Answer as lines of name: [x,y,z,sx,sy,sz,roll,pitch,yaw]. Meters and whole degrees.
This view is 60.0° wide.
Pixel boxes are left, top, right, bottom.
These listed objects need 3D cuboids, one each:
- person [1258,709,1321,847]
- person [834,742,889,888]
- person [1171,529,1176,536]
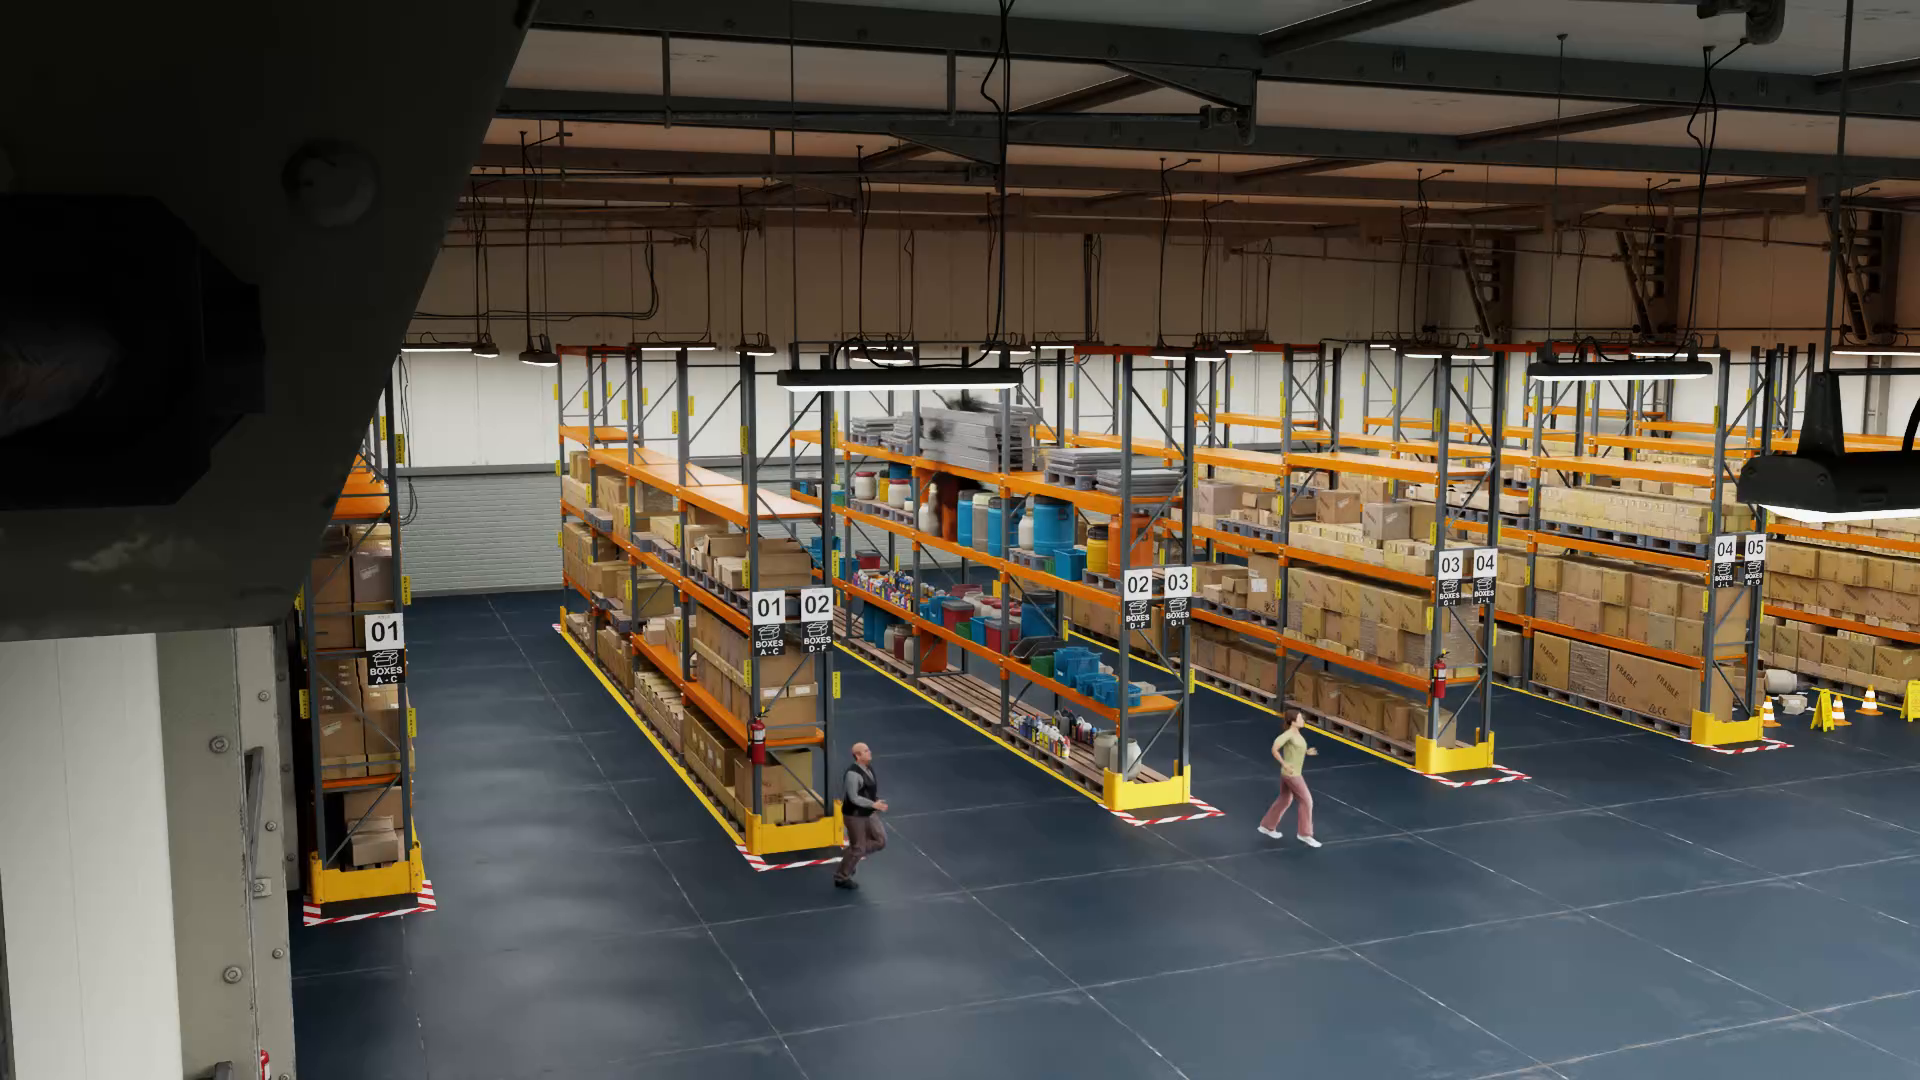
person: [4.062,2.907,20.424,0.776,1.700,0.577,2,8,15]
person: [-1.096,3.112,18.888,0.671,1.681,0.691,2,8,16]
person: [4.839,0.614,38.576,0.580,1.745,0.729,-2,8,-16]
